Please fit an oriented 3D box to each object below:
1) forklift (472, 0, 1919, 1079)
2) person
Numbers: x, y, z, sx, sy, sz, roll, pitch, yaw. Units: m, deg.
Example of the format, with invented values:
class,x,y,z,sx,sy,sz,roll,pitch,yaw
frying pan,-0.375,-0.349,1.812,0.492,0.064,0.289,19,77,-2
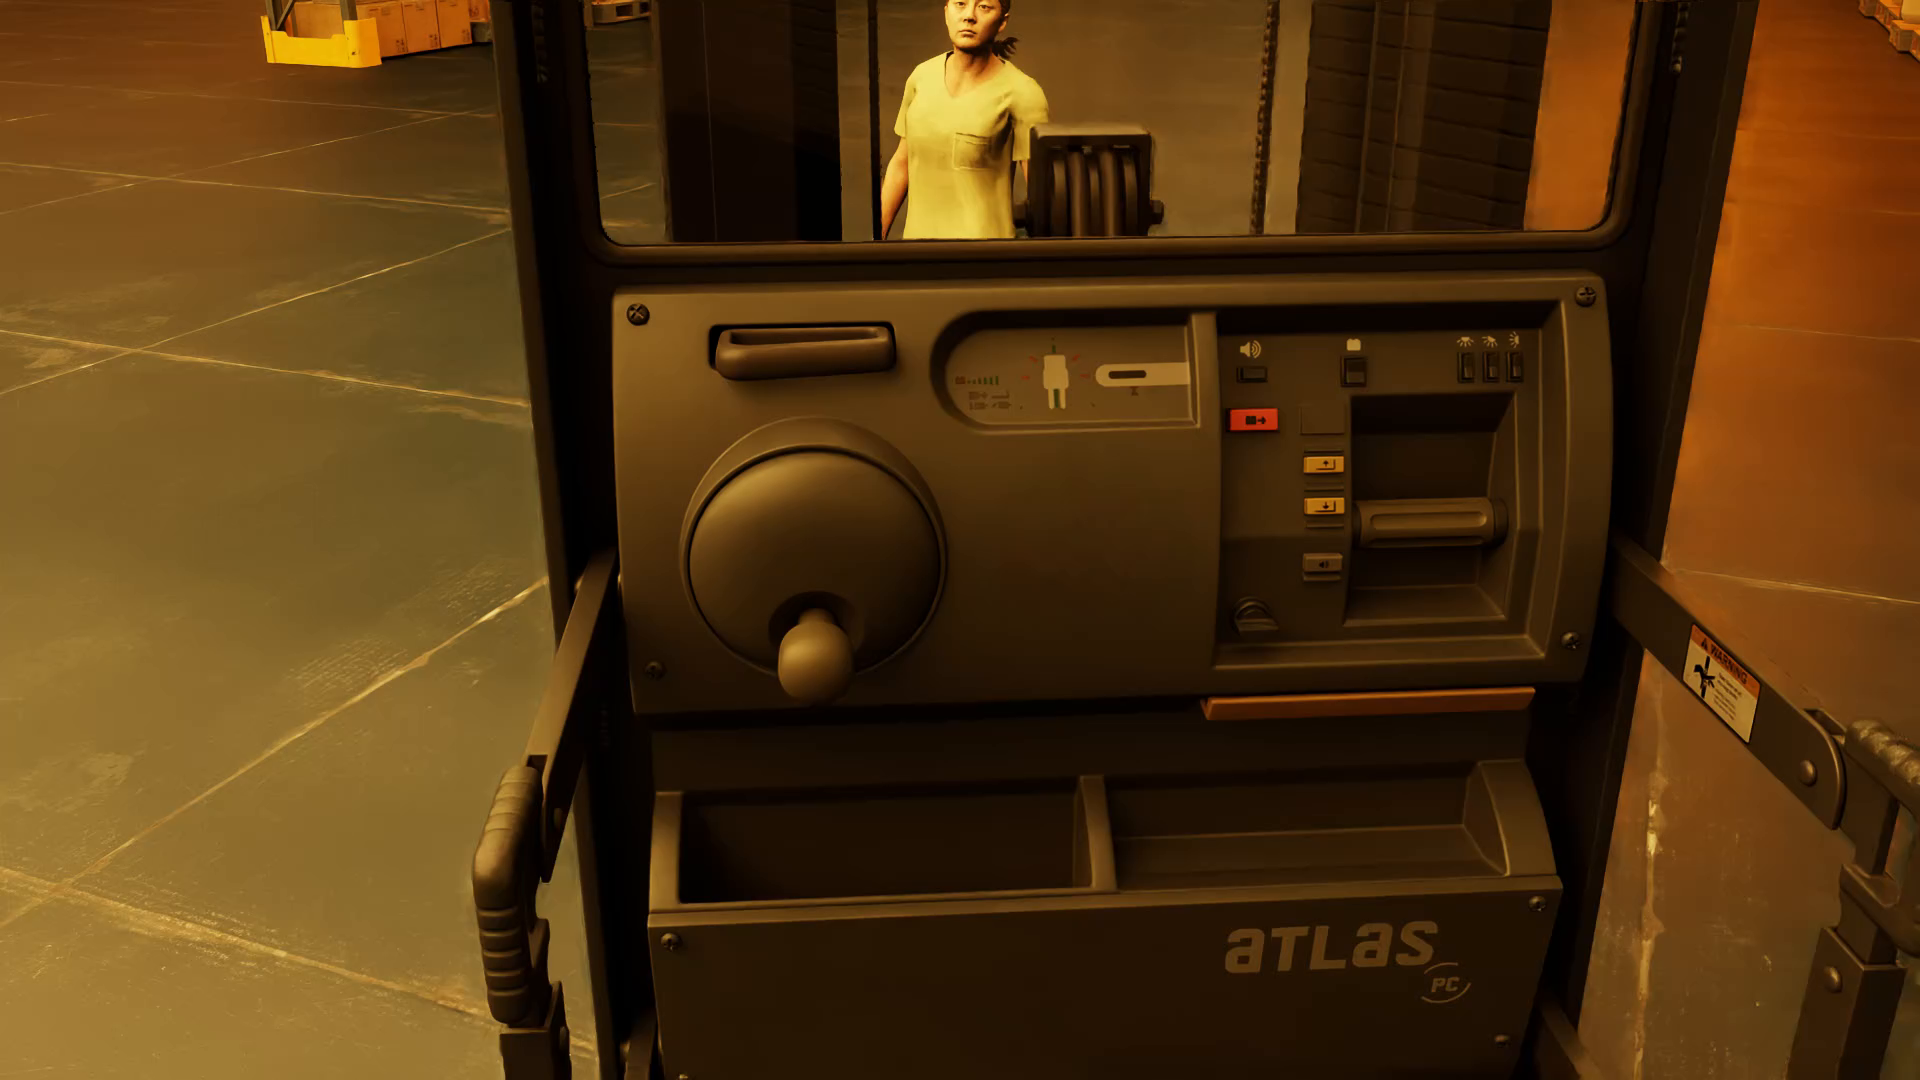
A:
class,x,y,z,sx,sy,sz,roll,pitch,yaw
forklift,0.167,-0.028,1.359,1.130,2.935,3.031,-2,23,-4
person,-0.039,-0.755,4.708,0.554,1.673,0.548,9,24,21
